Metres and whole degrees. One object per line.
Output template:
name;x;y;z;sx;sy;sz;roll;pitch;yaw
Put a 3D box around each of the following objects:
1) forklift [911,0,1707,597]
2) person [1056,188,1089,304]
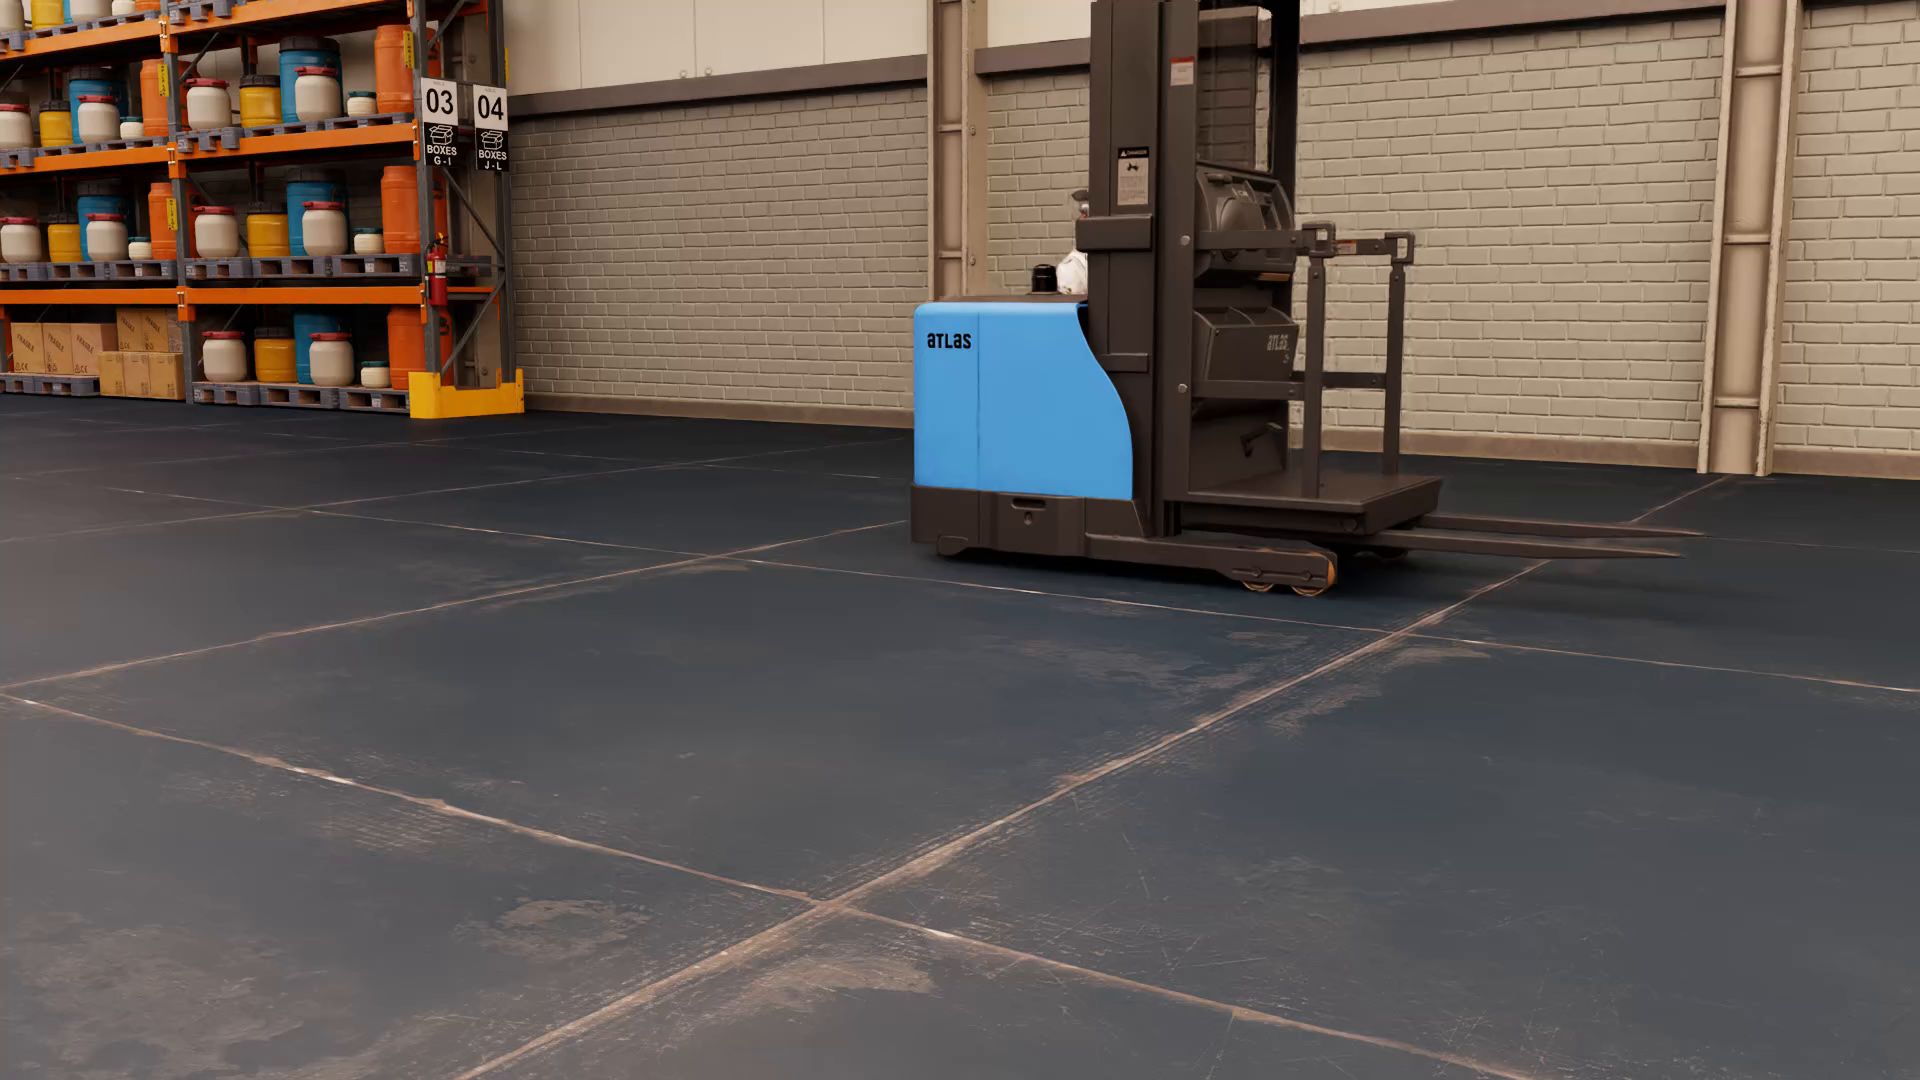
forklift;1.319;-1.327;6.524;3.031;2.935;1.130;5;9;31
person;0.664;-0.758;7.156;0.720;1.519;0.658;-3;9;-19
